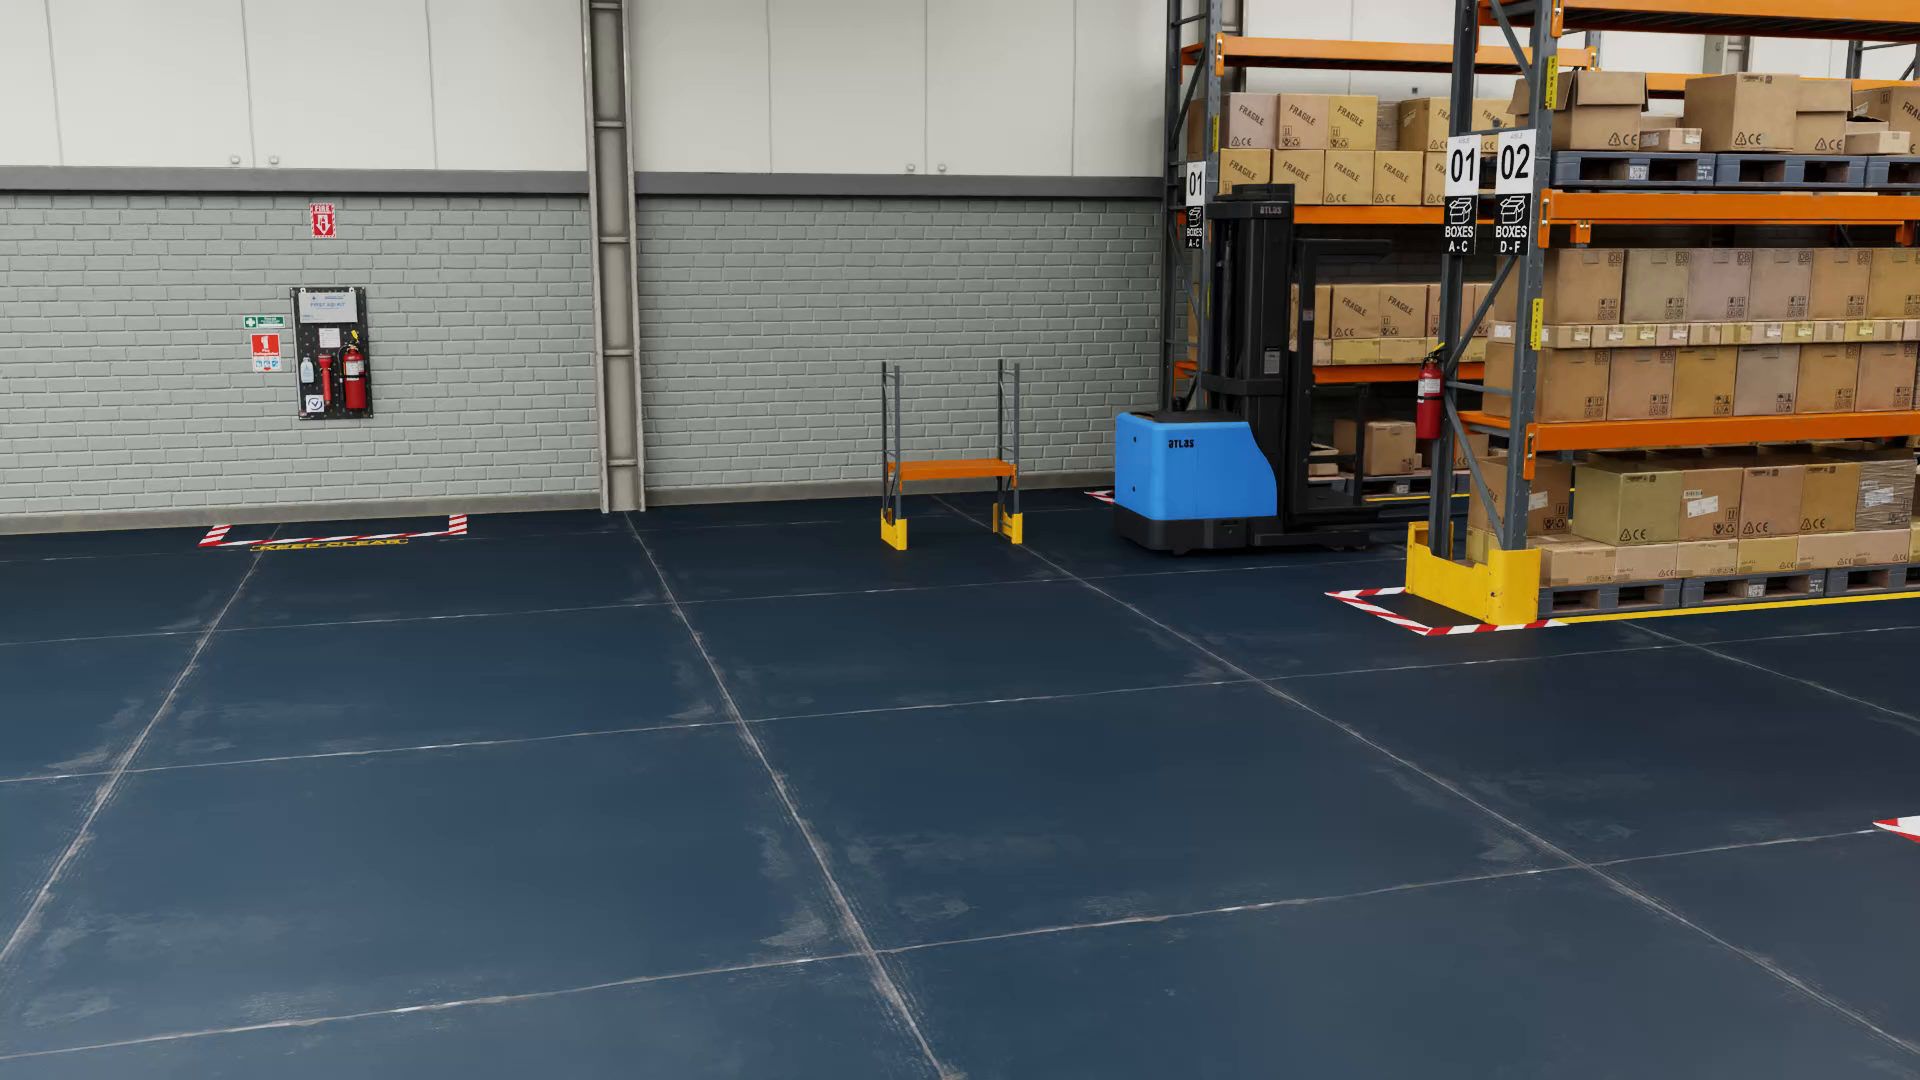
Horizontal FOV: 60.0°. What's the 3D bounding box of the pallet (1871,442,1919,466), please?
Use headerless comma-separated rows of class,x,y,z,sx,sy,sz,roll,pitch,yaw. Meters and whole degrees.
pallet,10.627,-0.940,18.568,1.213,0.211,1.003,-3,11,-16

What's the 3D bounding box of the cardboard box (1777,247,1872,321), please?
cardboard box,6.007,-1.834,11.862,0.500,0.500,0.700,-3,11,-16

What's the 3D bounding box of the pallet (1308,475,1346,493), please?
pallet,3.031,-0.547,16.434,1.213,0.211,1.003,-3,11,-16

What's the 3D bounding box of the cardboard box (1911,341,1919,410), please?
cardboard box,6.973,-1.247,12.256,0.500,0.500,0.700,-3,11,-17

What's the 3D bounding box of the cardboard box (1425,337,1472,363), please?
cardboard box,4.679,-1.889,16.383,0.500,0.250,0.500,-3,11,-16

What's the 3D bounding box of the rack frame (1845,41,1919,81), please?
rack frame,9.849,-5.235,17.626,0.127,3.000,1.000,-3,11,-16

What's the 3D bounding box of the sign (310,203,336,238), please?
sign,-5.581,-2.800,14.569,0.199,0.298,0.001,-3,11,-16

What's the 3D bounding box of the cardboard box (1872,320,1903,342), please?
cardboard box,6.455,-1.499,11.835,0.250,0.149,0.380,-3,11,-16

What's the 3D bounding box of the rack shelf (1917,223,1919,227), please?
rack shelf,9.317,-2.444,12.737,4.000,0.370,1.077,-3,11,-16

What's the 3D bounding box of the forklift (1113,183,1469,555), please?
forklift,2.868,-1.442,13.782,3.031,2.935,1.130,-3,11,-14

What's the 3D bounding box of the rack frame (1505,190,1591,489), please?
rack frame,6.009,-2.082,17.070,0.127,3.000,1.000,-3,11,-16

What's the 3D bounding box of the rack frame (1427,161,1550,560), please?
rack frame,3.556,-1.018,11.294,0.127,3.000,1.000,-3,11,-16

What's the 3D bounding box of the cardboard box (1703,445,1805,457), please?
cardboard box,5.904,-0.424,12.430,0.500,0.500,0.500,-3,11,-16

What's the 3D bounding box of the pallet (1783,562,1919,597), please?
pallet,6.622,0.183,12.467,1.213,0.211,1.003,-3,11,-16

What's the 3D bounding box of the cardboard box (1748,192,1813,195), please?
cardboard box,8.579,-3.771,17.618,0.637,0.503,0.797,-1,11,-8

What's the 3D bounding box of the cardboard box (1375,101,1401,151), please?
cardboard box,3.994,-4.047,16.369,0.500,0.500,0.500,-3,11,-16

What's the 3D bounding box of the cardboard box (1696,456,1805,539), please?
cardboard box,5.574,-0.305,11.784,0.500,0.500,0.500,-3,11,-16

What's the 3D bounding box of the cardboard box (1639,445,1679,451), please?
cardboard box,7.193,-1.144,17.664,0.500,0.500,0.700,-3,11,-17

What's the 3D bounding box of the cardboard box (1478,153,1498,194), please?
cardboard box,5.104,-3.524,16.288,0.500,0.500,0.500,-4,11,-21

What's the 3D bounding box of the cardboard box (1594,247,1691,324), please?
cardboard box,4.562,-1.757,11.448,0.500,0.500,0.700,-3,11,-17

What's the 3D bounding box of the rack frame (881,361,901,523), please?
rack frame,-0.570,-0.708,13.748,0.032,1.500,0.500,-3,11,-16

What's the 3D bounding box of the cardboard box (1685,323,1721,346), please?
cardboard box,4.984,-1.422,11.416,0.250,0.149,0.380,-3,11,-18

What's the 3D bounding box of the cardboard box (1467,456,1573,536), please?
cardboard box,3.988,-0.320,11.865,0.500,0.500,0.500,-3,11,-16

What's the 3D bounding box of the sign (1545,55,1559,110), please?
sign,3.706,-2.866,10.410,0.005,0.325,0.100,-3,11,-16

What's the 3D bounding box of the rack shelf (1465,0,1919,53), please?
rack shelf,5.477,-3.520,11.402,4.000,0.370,1.077,-3,11,-16

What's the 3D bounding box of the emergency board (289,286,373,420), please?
emergency board,-5.546,-1.643,14.687,0.643,1.169,0.194,-3,11,-16

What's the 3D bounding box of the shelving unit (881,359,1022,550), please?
shelving unit,-0.073,-0.734,13.890,1.083,1.500,0.587,-3,11,-16

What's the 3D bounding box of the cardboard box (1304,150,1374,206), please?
cardboard box,3.582,-3.435,15.804,0.500,0.500,0.500,-2,11,-13

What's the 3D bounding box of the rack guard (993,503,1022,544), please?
rack guard,0.405,-0.144,14.140,0.087,0.250,0.587,-3,11,-16

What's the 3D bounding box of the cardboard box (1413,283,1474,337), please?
cardboard box,4.677,-2.259,16.321,0.500,0.500,0.500,-3,11,-18

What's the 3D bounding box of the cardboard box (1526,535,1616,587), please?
cardboard box,4.133,0.139,11.442,0.500,0.250,0.500,-3,11,-16

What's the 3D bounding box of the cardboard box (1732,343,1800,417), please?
cardboard box,5.494,-1.168,11.829,0.500,0.500,0.700,-3,11,-14

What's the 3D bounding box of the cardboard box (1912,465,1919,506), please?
cardboard box,7.706,-0.421,12.936,0.500,0.311,0.500,-3,11,-16

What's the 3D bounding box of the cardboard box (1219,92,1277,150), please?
cardboard box,2.606,-3.883,15.474,0.500,0.500,0.500,-4,11,-20

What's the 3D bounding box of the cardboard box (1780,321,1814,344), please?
cardboard box,5.722,-1.460,11.625,0.250,0.149,0.380,-3,11,-14

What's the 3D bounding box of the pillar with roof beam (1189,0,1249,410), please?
pillar with roof beam,3.802,-4.267,12.371,0.400,9.000,9.100,-3,11,-16

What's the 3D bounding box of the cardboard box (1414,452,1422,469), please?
cardboard box,4.468,-0.819,16.868,0.250,0.149,0.380,-4,11,-21

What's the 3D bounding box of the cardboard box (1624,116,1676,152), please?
cardboard box,4.588,-2.799,11.551,0.500,0.250,0.500,-3,11,-16

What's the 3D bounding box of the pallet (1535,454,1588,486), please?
pallet,6.756,-0.750,17.538,1.213,0.211,1.003,-3,11,-16

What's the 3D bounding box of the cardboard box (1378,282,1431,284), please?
cardboard box,4.521,-2.349,16.812,0.500,0.500,0.500,-3,11,-14

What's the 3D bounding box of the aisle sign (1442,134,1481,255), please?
aisle sign,3.411,-2.345,11.318,0.004,0.787,0.394,-3,11,-16

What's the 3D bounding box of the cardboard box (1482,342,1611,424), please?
cardboard box,4.008,-1.089,11.401,0.500,0.500,0.700,-3,11,-16

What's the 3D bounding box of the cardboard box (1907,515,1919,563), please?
cardboard box,7.013,-0.014,12.271,0.500,0.250,0.500,-3,11,-16

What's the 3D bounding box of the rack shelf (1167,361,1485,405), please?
rack shelf,4.089,-1.627,16.585,4.000,0.370,1.077,-3,11,-16

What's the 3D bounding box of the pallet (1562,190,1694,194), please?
pallet,6.631,-3.477,16.885,1.003,0.211,1.213,-3,11,-16

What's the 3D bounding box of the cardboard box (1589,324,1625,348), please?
cardboard box,4.246,-1.383,11.206,0.250,0.149,0.380,-3,11,-17

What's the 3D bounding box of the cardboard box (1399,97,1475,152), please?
cardboard box,4.582,-3.977,15.989,0.500,0.500,0.500,-3,11,-18

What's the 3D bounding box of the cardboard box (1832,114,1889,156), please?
cardboard box,6.321,-2.921,12.041,0.500,0.311,0.500,-4,11,-19

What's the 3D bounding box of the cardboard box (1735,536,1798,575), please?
cardboard box,5.574,0.063,11.853,0.500,0.250,0.500,-3,11,-16

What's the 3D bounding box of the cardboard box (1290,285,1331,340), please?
cardboard box,3.188,-2.179,15.888,0.500,0.500,0.500,-3,11,-16

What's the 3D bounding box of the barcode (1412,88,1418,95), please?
barcode,4.554,-4.496,16.650,0.075,0.075,0.001,-3,11,-16

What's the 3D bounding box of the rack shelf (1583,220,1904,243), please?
rack shelf,7.929,-3.304,17.413,4.000,0.370,1.077,-3,11,-16

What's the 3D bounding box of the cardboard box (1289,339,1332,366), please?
cardboard box,3.220,-1.814,15.973,0.500,0.250,0.500,-3,11,-18

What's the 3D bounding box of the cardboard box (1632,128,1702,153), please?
cardboard box,4.735,-2.674,11.151,0.250,0.149,0.380,-3,11,-16

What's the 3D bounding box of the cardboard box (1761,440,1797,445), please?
cardboard box,8.646,-1.220,18.077,0.500,0.500,0.700,-3,11,-16
